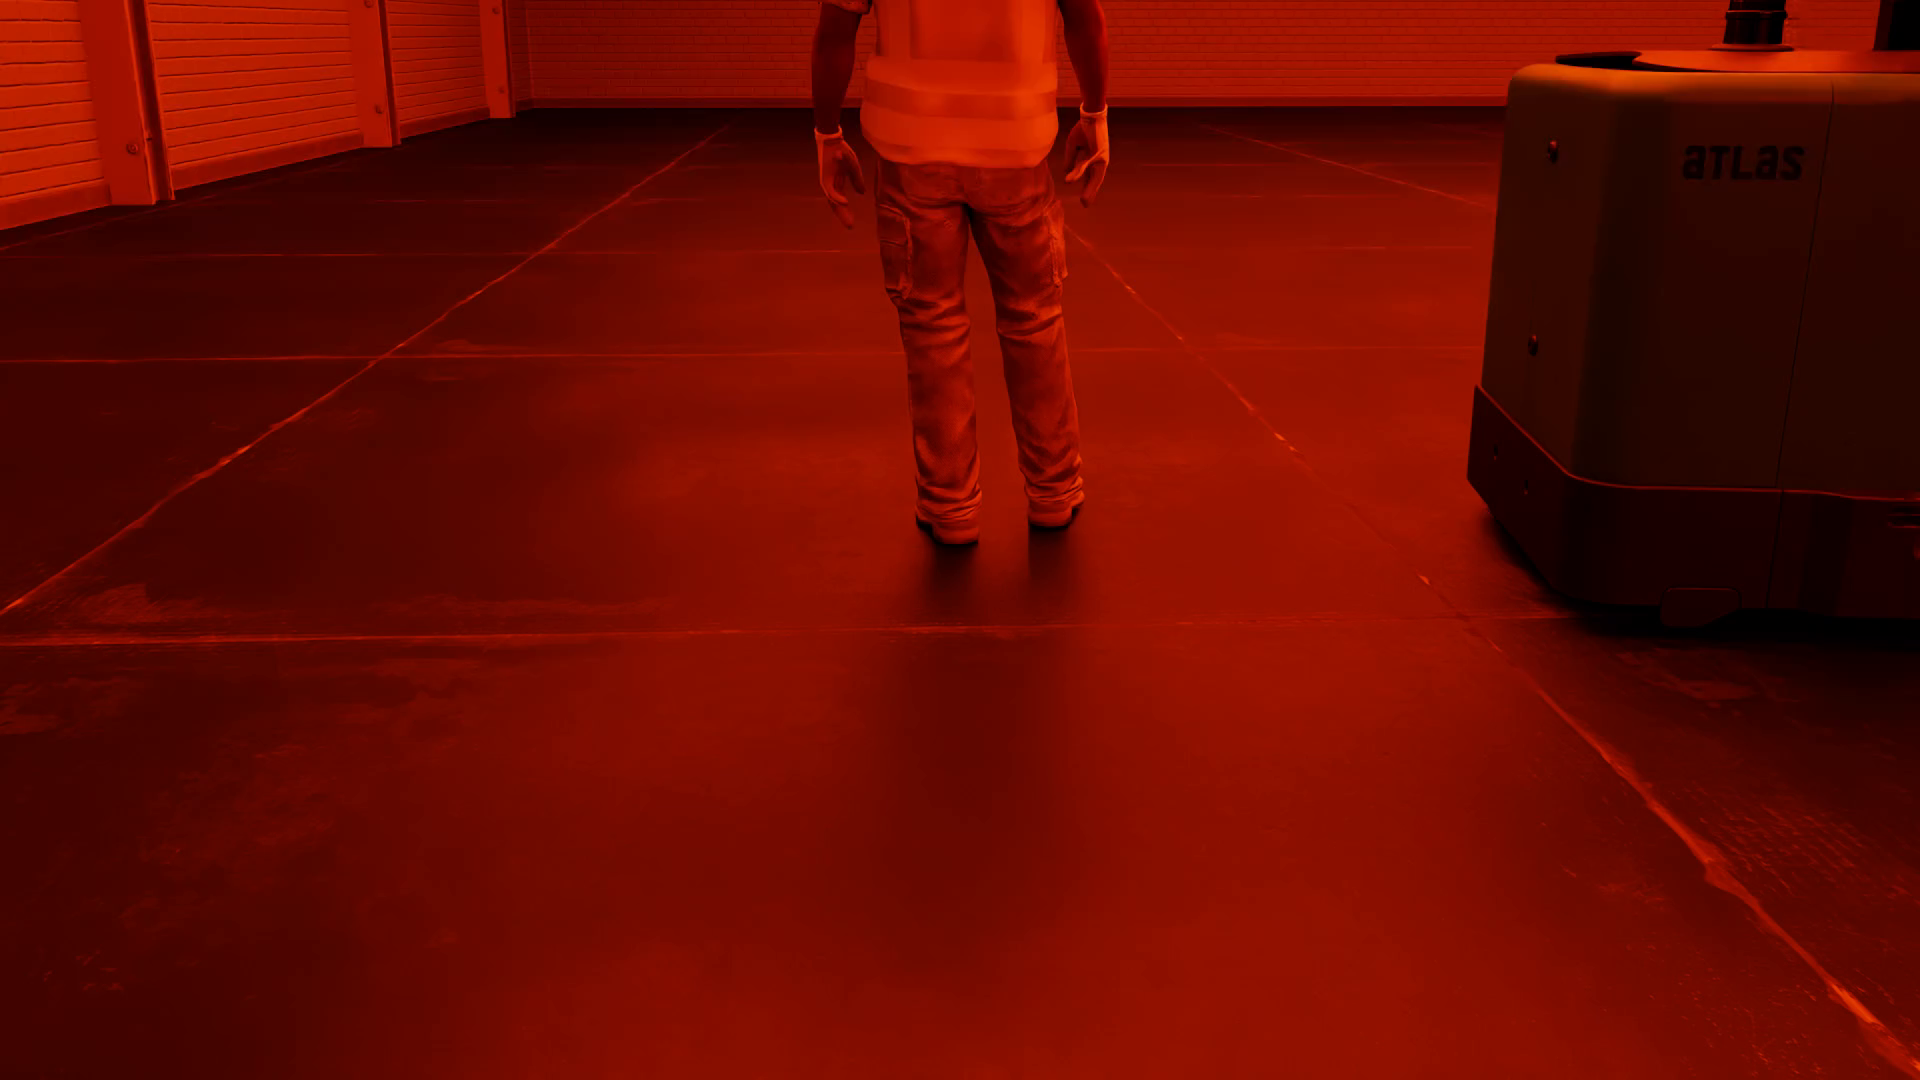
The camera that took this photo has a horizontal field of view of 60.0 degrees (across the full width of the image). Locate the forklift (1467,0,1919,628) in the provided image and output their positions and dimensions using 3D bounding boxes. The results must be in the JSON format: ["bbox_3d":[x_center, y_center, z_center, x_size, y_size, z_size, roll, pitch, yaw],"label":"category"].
[{"bbox_3d":[2.742,-1.321,3.227,3.031,2.935,1.130,1,17,5],"label":"forklift"}]

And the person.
[{"bbox_3d":[0.004,-0.881,3.725,0.656,1.784,0.575,-1,17,-3],"label":"person"}]
